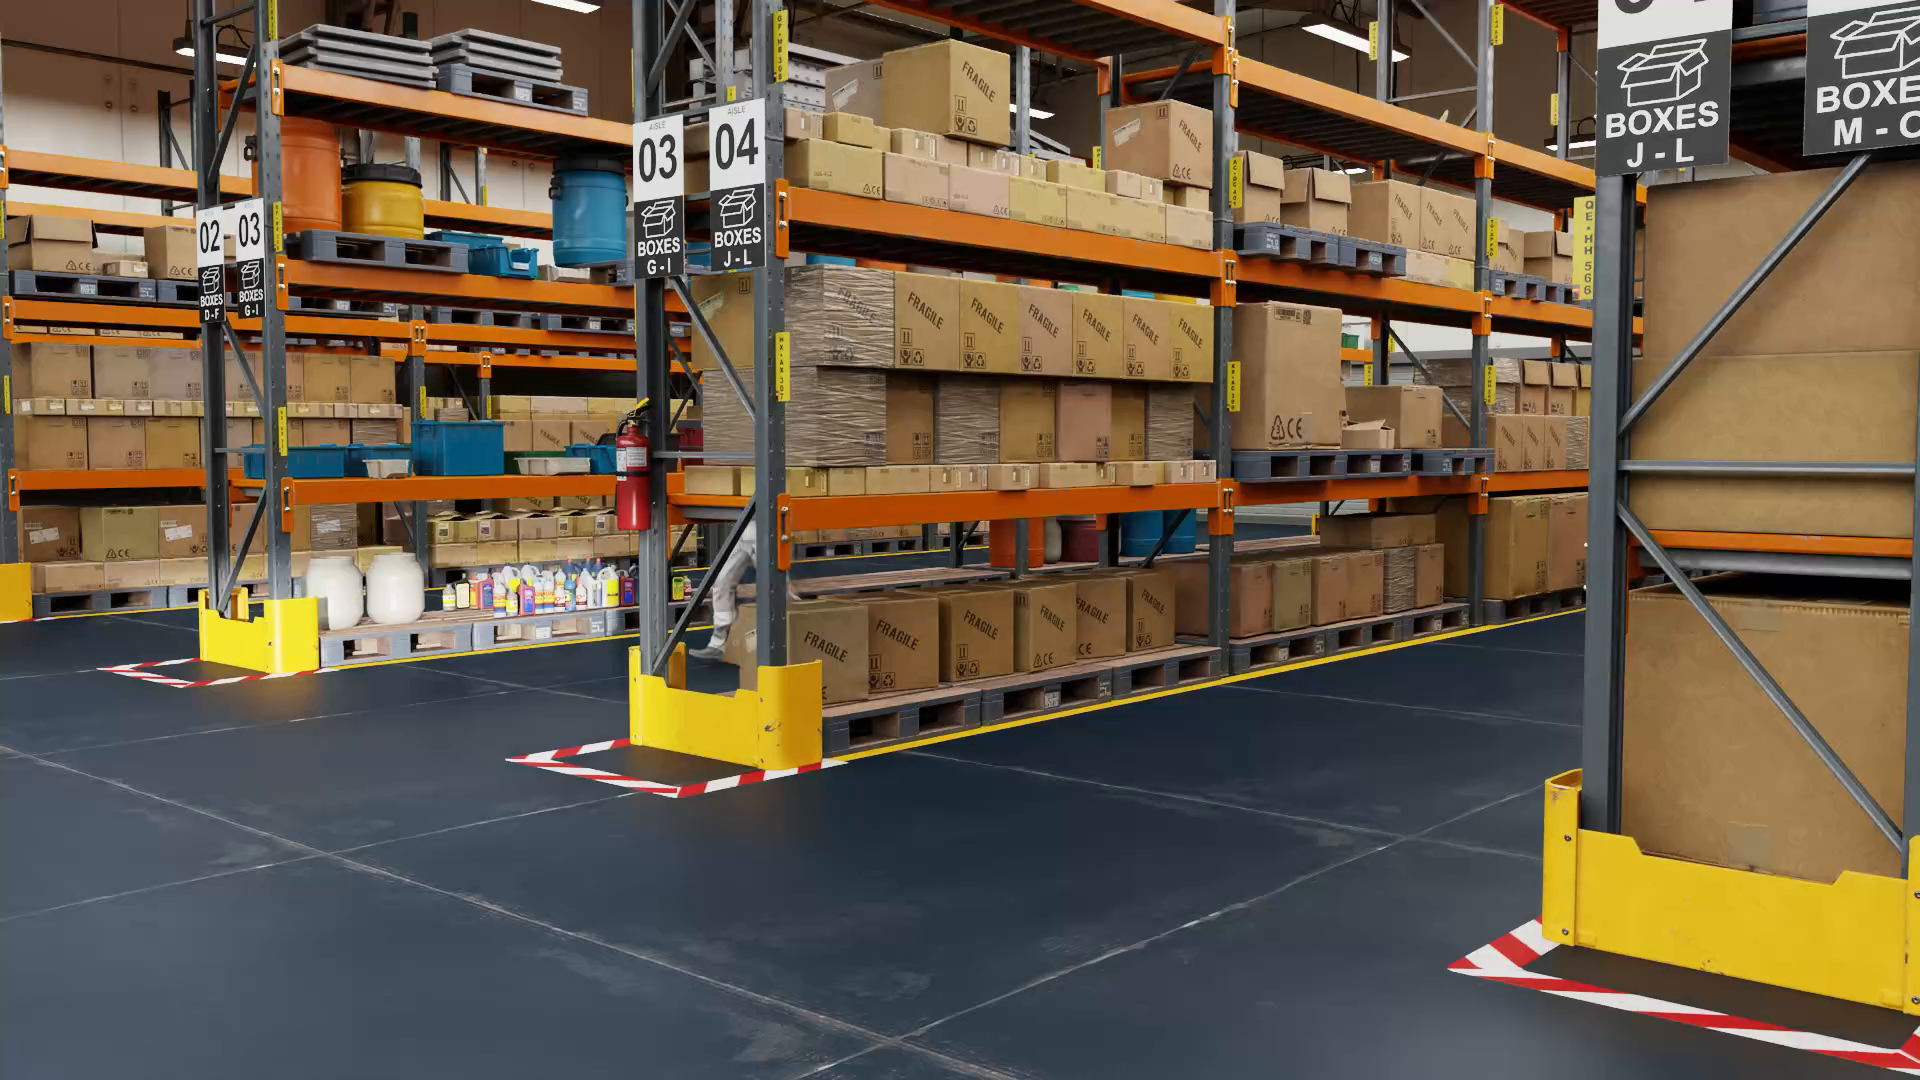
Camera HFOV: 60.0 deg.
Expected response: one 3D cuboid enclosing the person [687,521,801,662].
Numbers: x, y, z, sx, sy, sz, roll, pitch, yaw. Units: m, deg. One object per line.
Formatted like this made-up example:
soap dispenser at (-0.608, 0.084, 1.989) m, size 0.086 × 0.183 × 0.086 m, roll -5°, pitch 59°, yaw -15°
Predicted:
person at (-1.428, -0.007, 11.776) m, size 0.962 × 1.748 × 0.567 m, roll -2°, pitch 4°, yaw -33°
